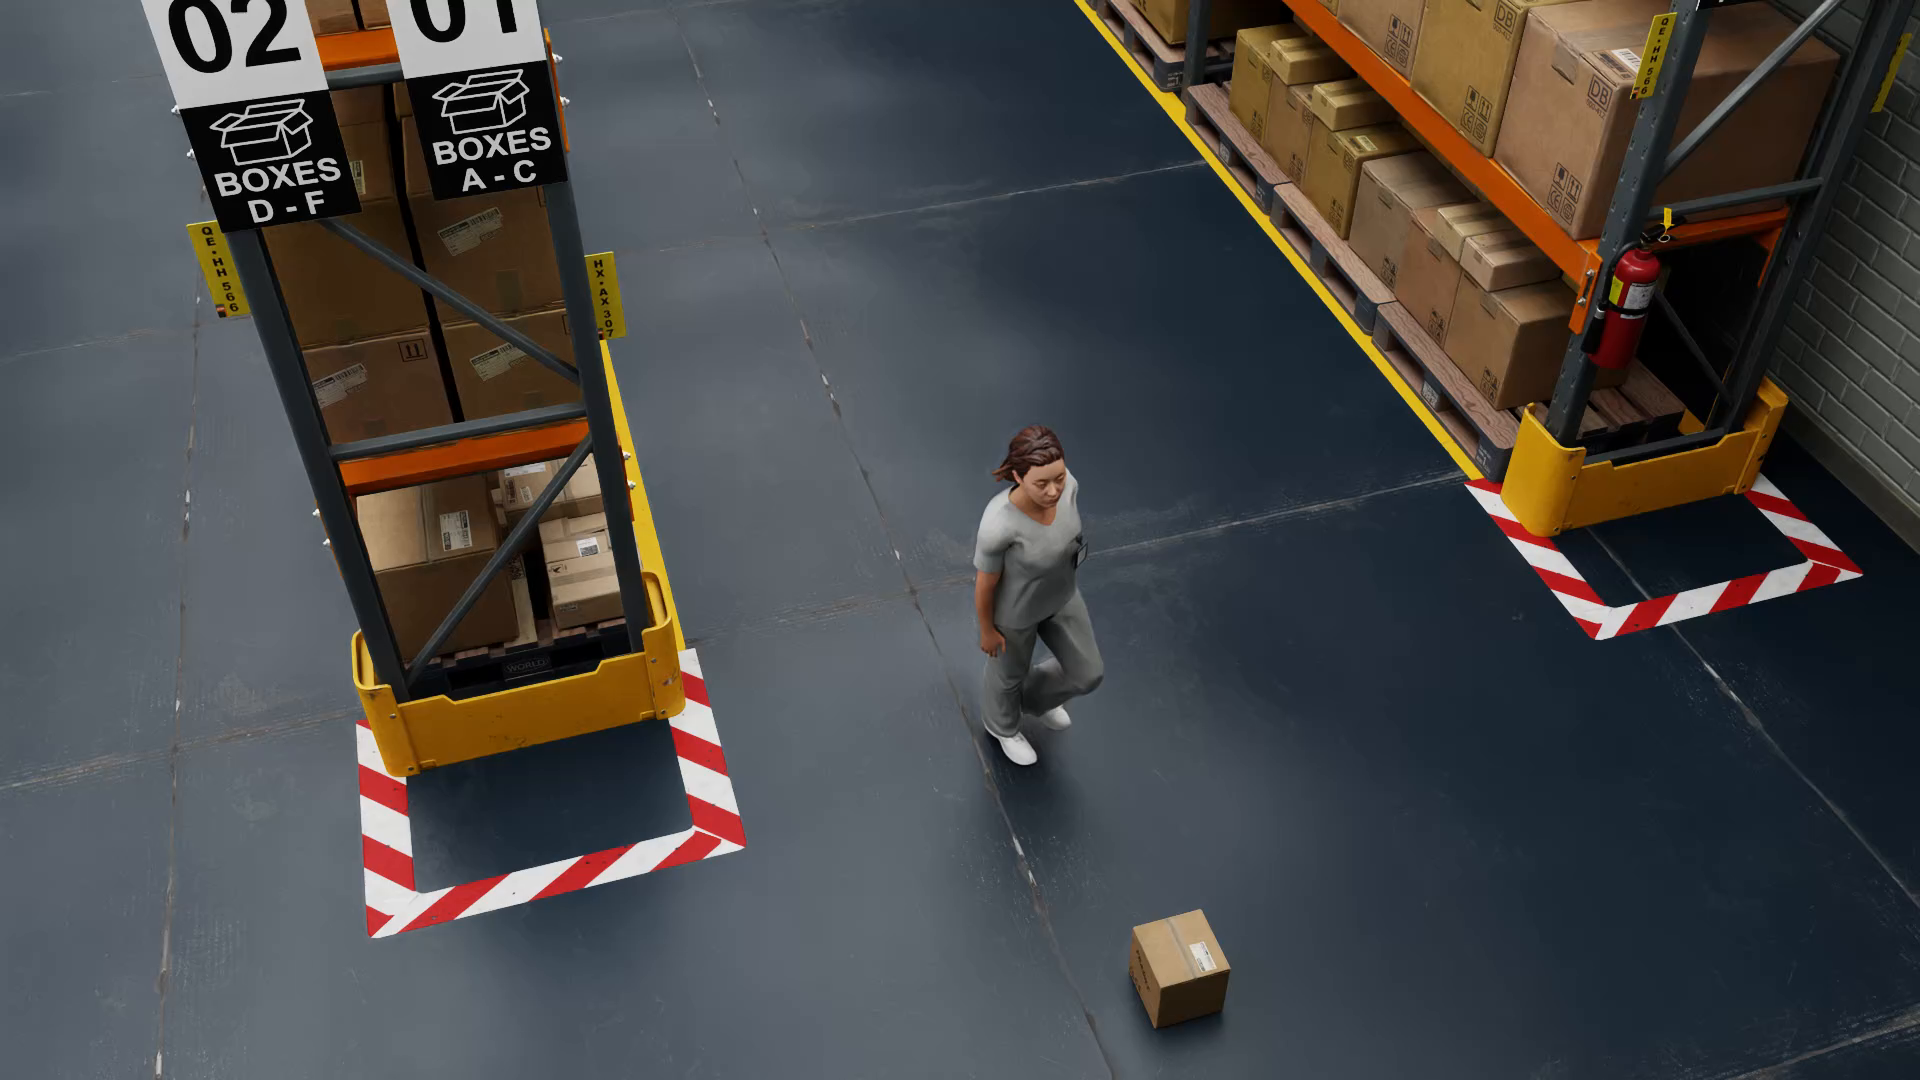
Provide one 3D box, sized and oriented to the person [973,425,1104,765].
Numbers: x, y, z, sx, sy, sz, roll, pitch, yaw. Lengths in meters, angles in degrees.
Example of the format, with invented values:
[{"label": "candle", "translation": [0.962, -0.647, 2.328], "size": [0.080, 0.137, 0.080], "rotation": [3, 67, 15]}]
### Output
[{"label": "person", "translation": [0.237, 0.226, 5.895], "size": [0.483, 1.657, 0.470], "rotation": [-26, 48, -26]}]
